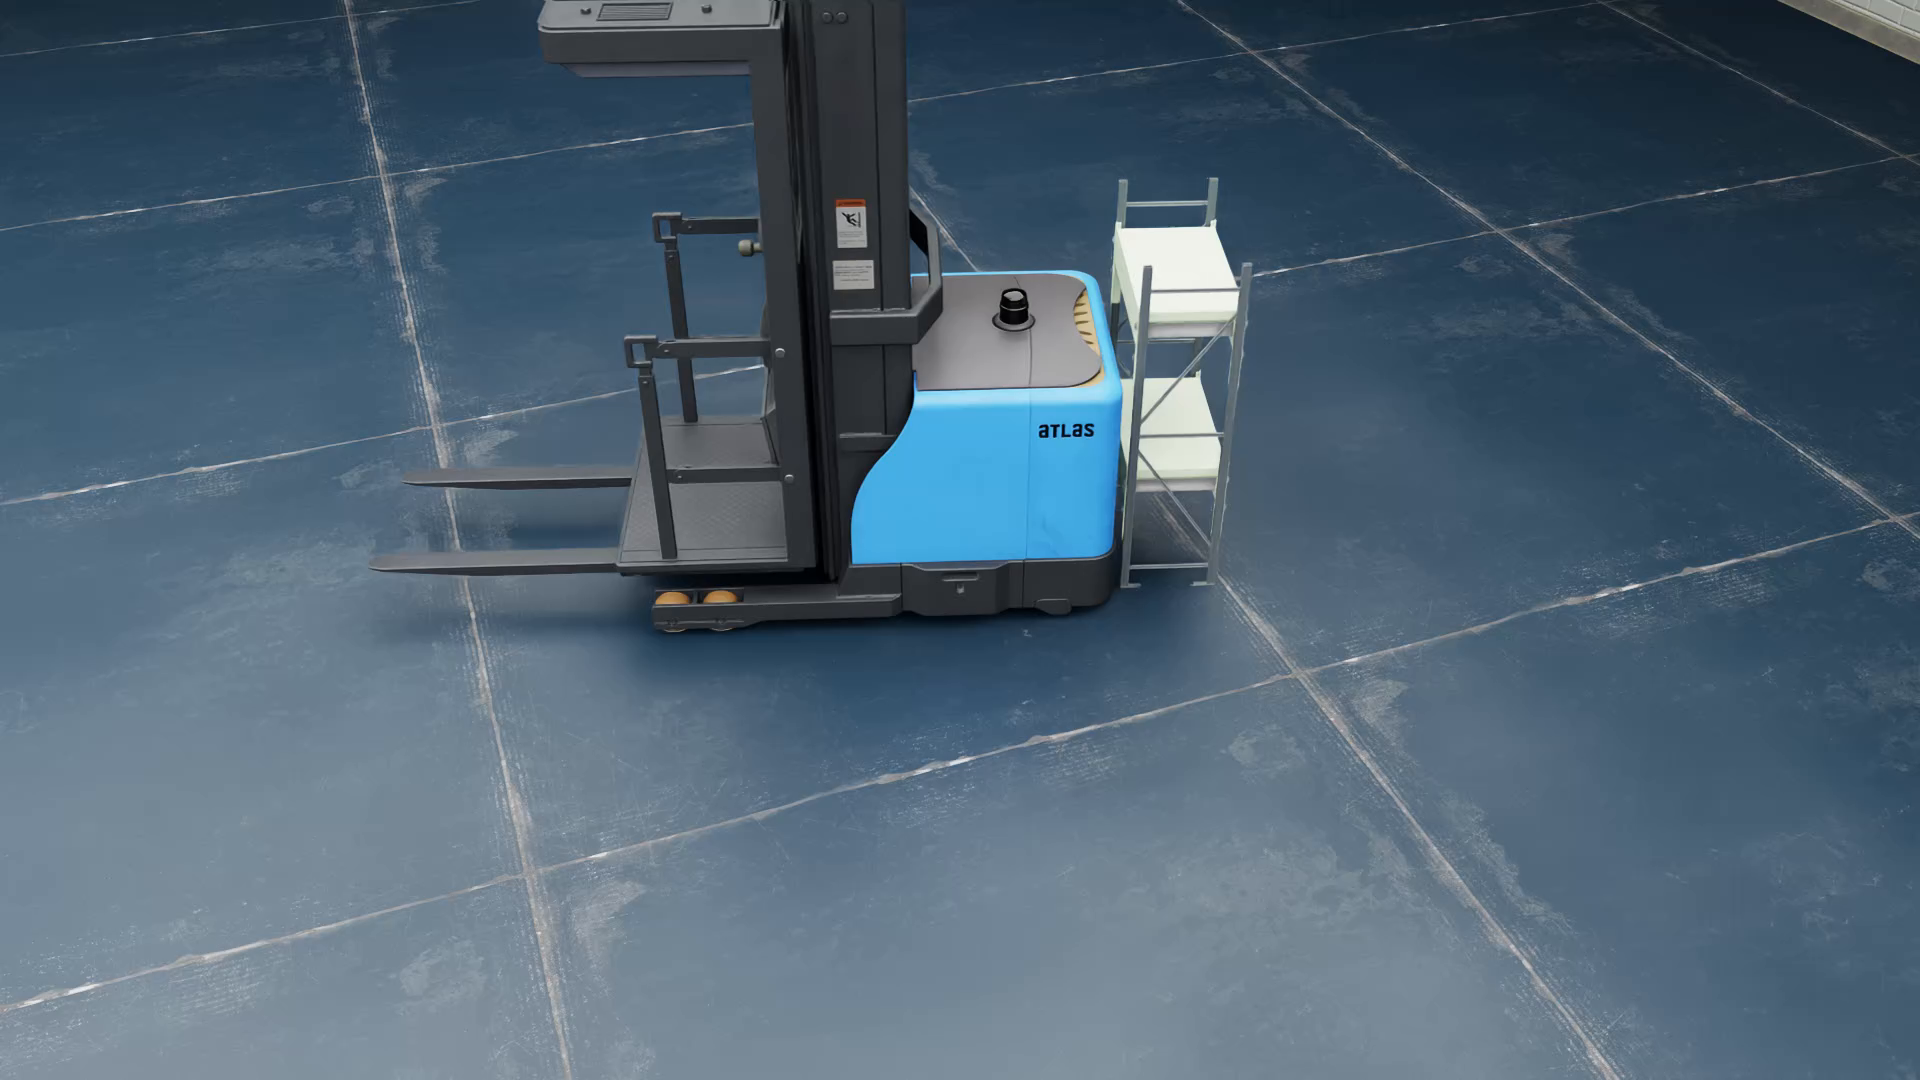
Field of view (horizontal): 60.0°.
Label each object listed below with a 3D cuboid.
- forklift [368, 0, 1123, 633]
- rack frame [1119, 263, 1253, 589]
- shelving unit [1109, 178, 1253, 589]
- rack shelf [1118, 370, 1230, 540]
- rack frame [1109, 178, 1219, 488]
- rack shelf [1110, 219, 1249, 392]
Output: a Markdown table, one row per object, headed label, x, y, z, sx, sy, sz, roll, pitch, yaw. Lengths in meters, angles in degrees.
| label | x | y | z | sx | sy | sz | roll | pitch | yaw |
| --- | --- | --- | --- | --- | --- | --- | --- | --- | --- |
| forklift | -0.902 | -1.122 | 6.303 | 3.031 | 2.935 | 1.130 | -2 | 37 | -2 |
| rack frame | 0.871 | -0.408 | 6.544 | 0.400 | 1.500 | 0.023 | -2 | 37 | -2 |
| shelving unit | 0.855 | -0.628 | 6.836 | 0.431 | 1.500 | 0.755 | -2 | 37 | -2 |
| rack shelf | 0.854 | -0.367 | 7.033 | 0.431 | 0.370 | 0.720 | -2 | 37 | -2 |
| rack frame | 0.838 | -0.848 | 7.128 | 0.400 | 1.500 | 0.023 | -2 | 37 | -2 |
| rack shelf | 0.855 | -0.939 | 6.602 | 0.431 | 0.370 | 0.720 | -2 | 37 | -2 |
